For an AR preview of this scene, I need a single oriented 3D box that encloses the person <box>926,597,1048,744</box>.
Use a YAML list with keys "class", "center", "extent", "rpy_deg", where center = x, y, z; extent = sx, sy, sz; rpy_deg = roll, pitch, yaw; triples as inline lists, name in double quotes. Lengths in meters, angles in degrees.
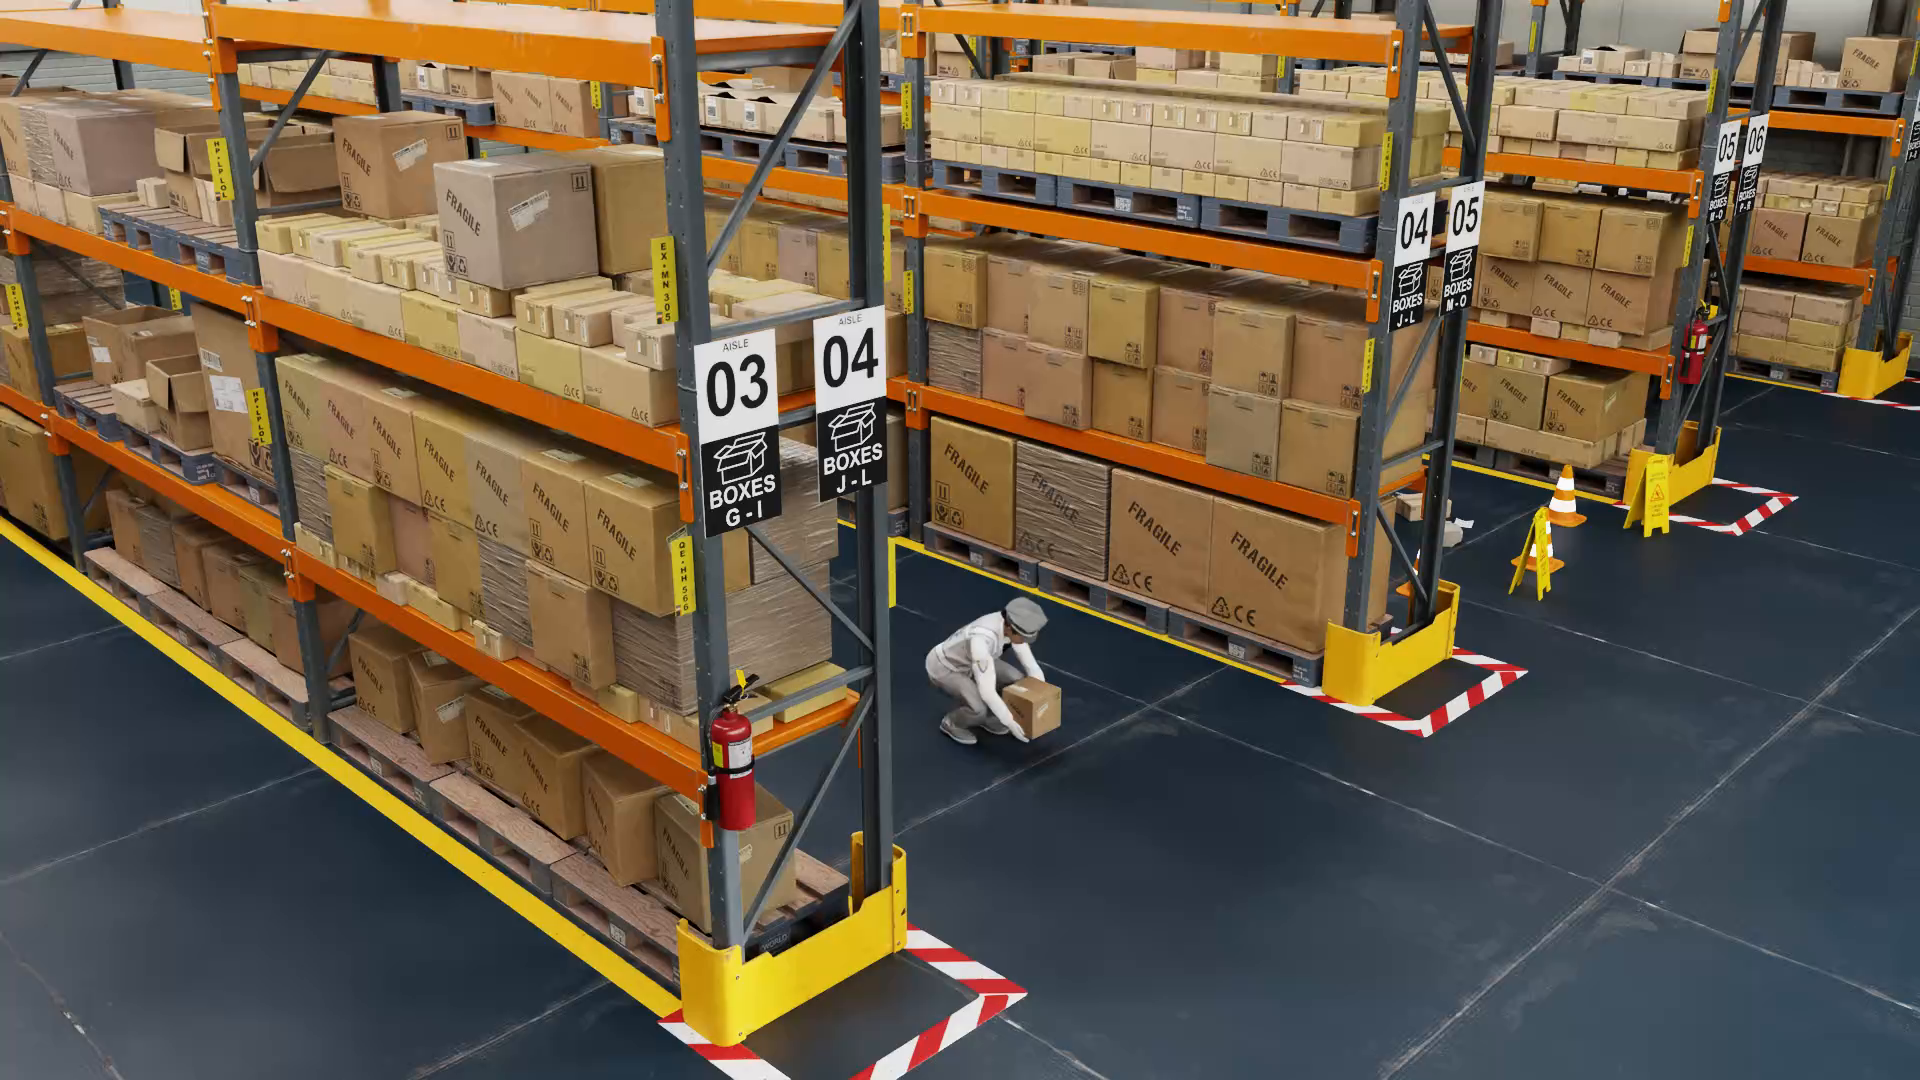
- class: "person"
  center: [0.178, 0.771, 10.054]
  extent: [0.838, 0.959, 0.491]
  rpy_deg: [19, 28, 41]
